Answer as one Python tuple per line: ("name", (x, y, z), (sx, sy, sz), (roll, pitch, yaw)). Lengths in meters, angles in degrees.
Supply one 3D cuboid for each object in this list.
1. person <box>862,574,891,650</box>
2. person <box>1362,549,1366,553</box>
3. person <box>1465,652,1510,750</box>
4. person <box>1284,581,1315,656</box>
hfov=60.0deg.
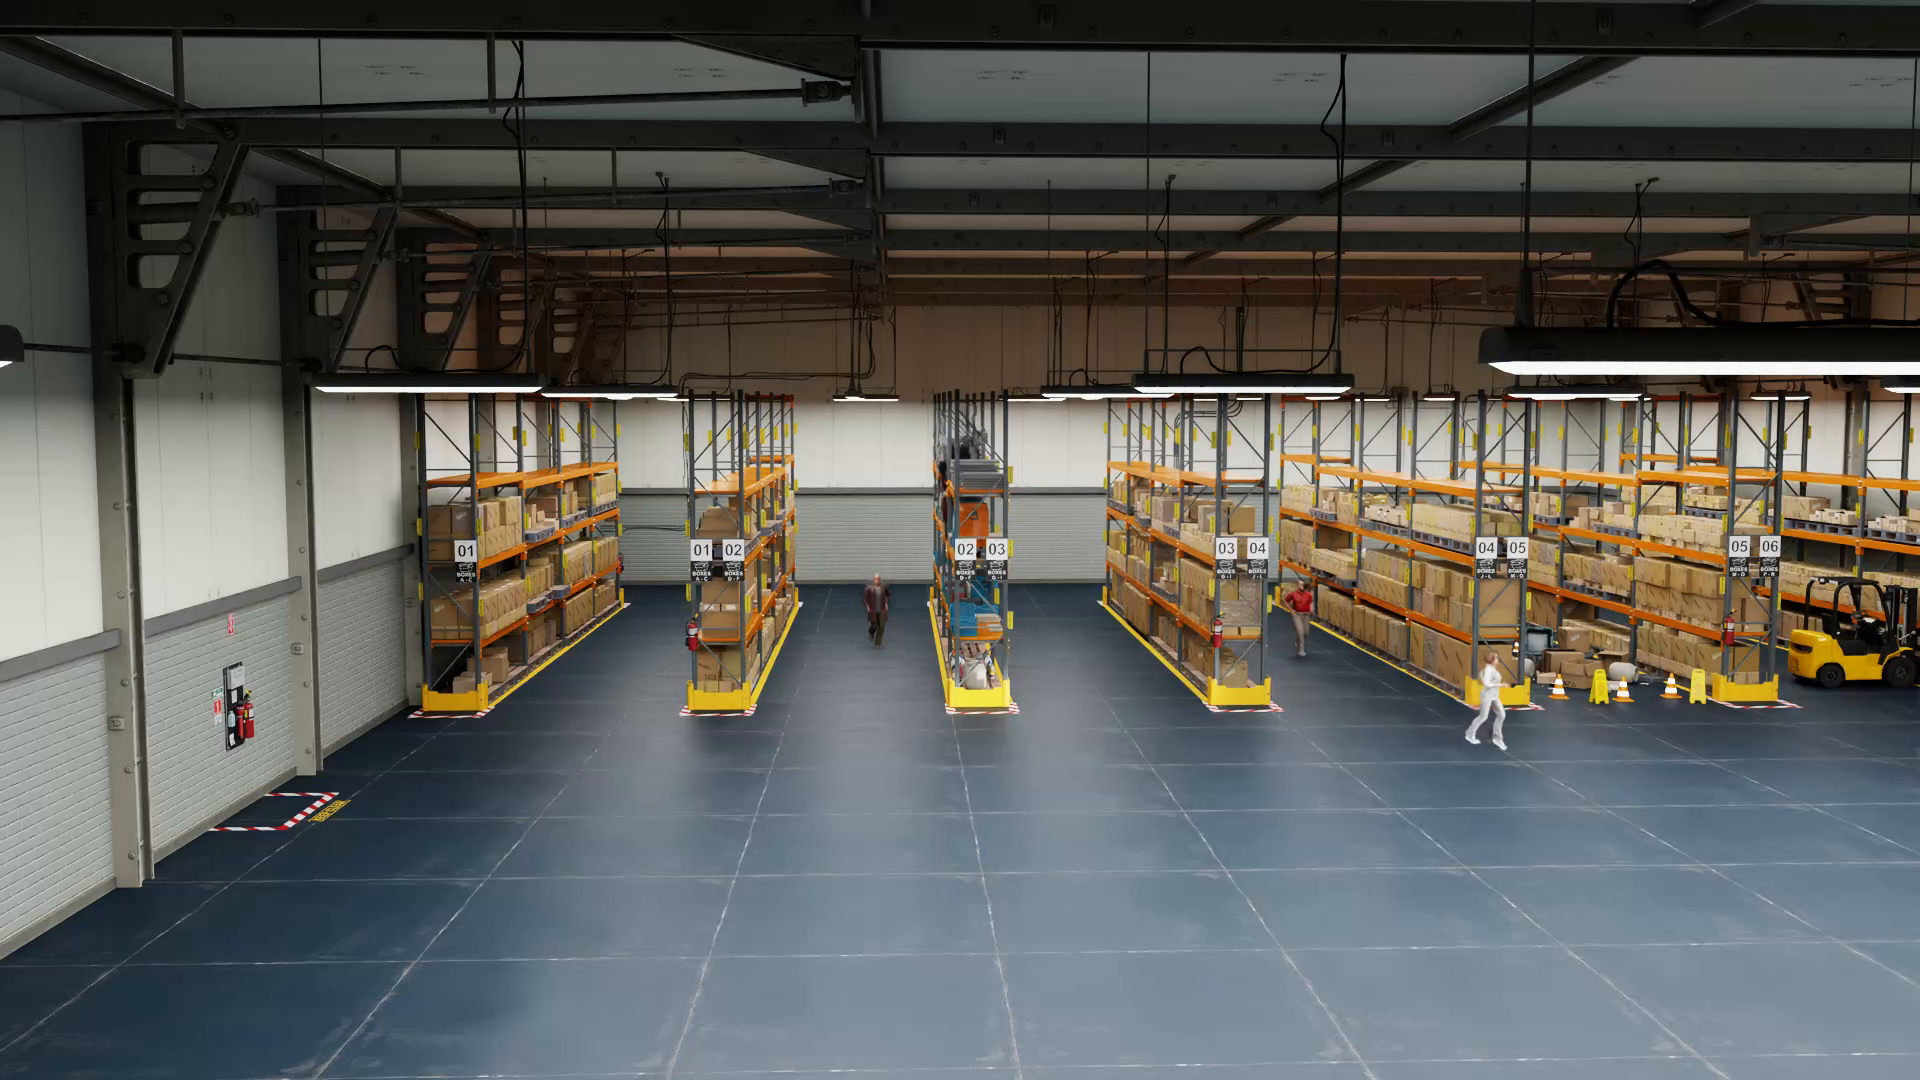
("person", (-1.951, 1.676, 39.110), (0.710, 1.753, 0.782), (-1, 5, -14))
("person", (11.117, 1.112, 45.787), (0.668, 1.748, 0.896), (0, 5, -5))
("person", (8.781, 2.664, 27.663), (0.729, 1.637, 0.525), (4, 6, 38))
("person", (7.792, 1.780, 38.187), (0.651, 1.708, 0.773), (-1, 5, -11))
